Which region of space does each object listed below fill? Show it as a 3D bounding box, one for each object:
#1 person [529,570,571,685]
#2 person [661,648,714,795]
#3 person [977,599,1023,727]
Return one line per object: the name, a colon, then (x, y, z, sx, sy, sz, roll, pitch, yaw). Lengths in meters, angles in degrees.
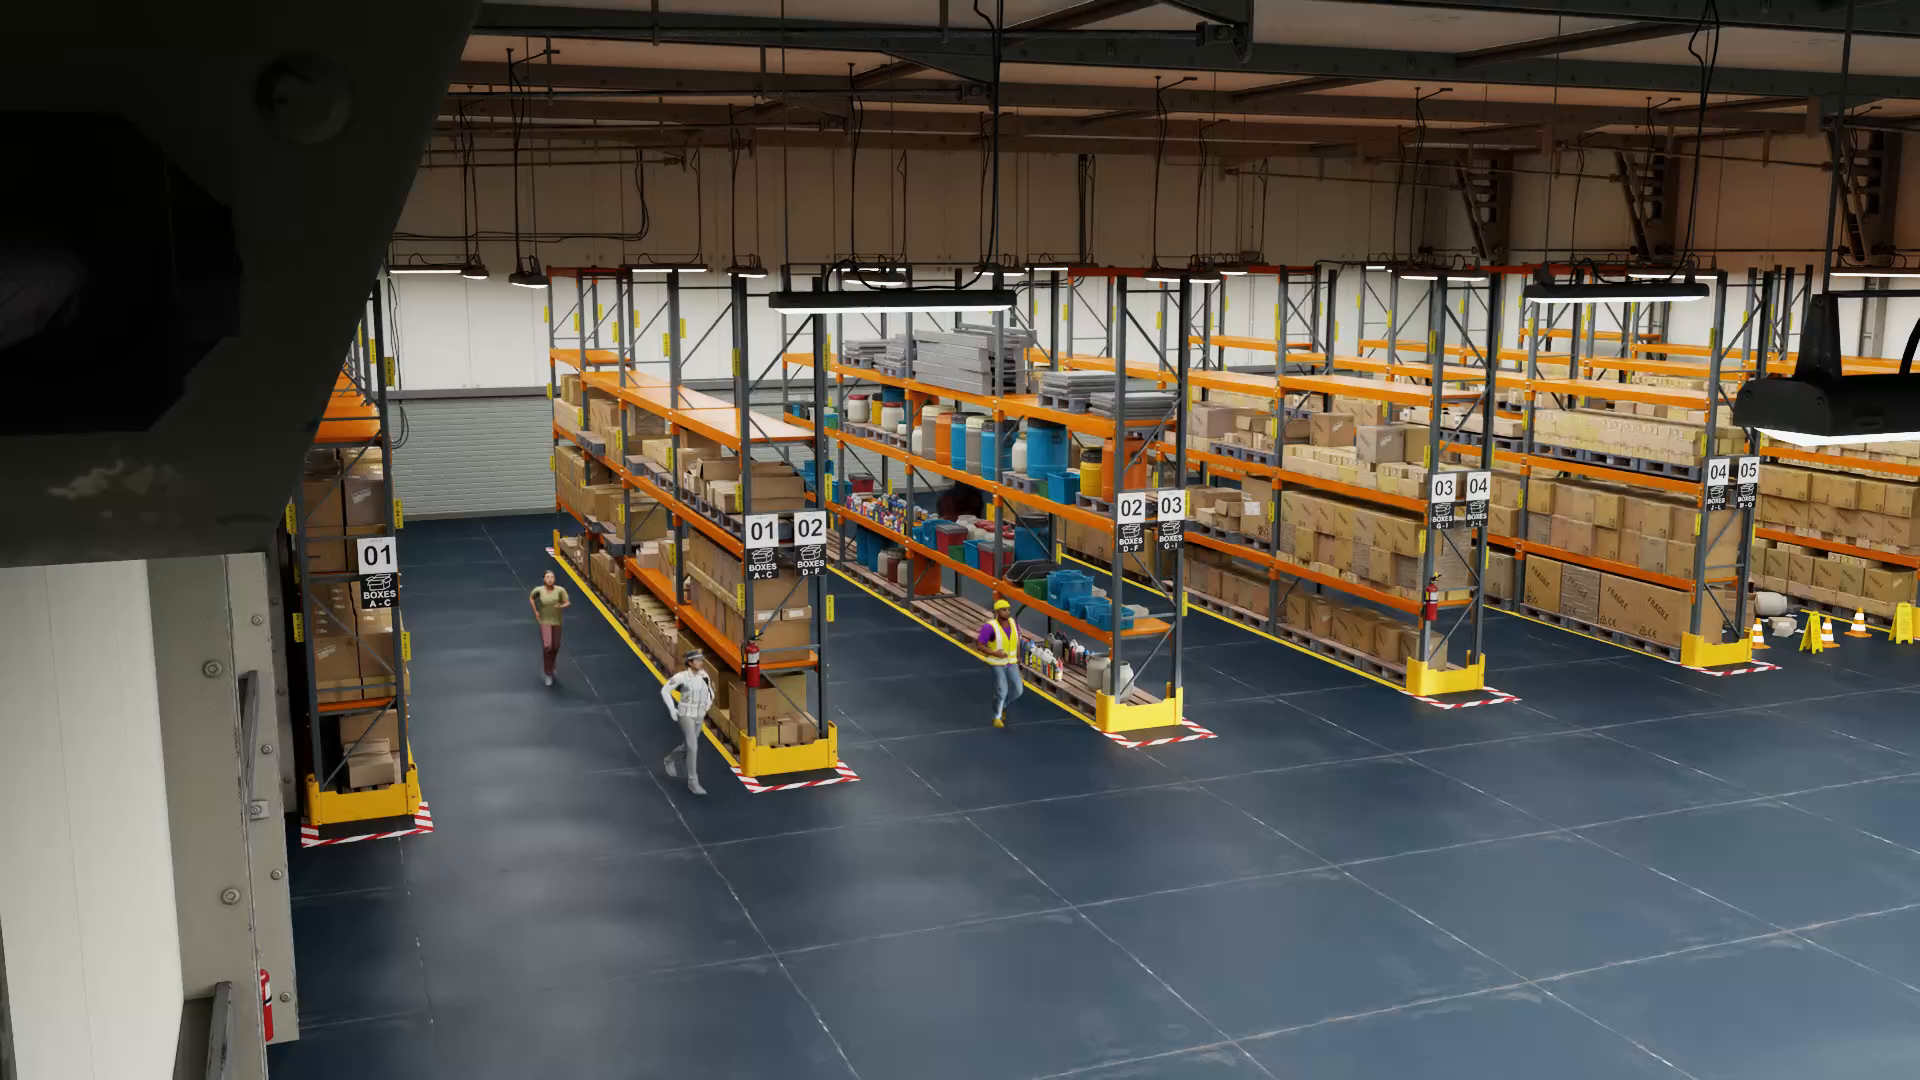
person: (-6.067, 1.263, 24.690, 0.556, 1.708, 0.787, -4, 11, -23)
person: (-3.213, 2.116, 19.792, 0.860, 1.705, 0.638, 9, 13, 42)
person: (0.586, 1.646, 22.155, 0.745, 1.729, 0.492, -7, 12, -34)
